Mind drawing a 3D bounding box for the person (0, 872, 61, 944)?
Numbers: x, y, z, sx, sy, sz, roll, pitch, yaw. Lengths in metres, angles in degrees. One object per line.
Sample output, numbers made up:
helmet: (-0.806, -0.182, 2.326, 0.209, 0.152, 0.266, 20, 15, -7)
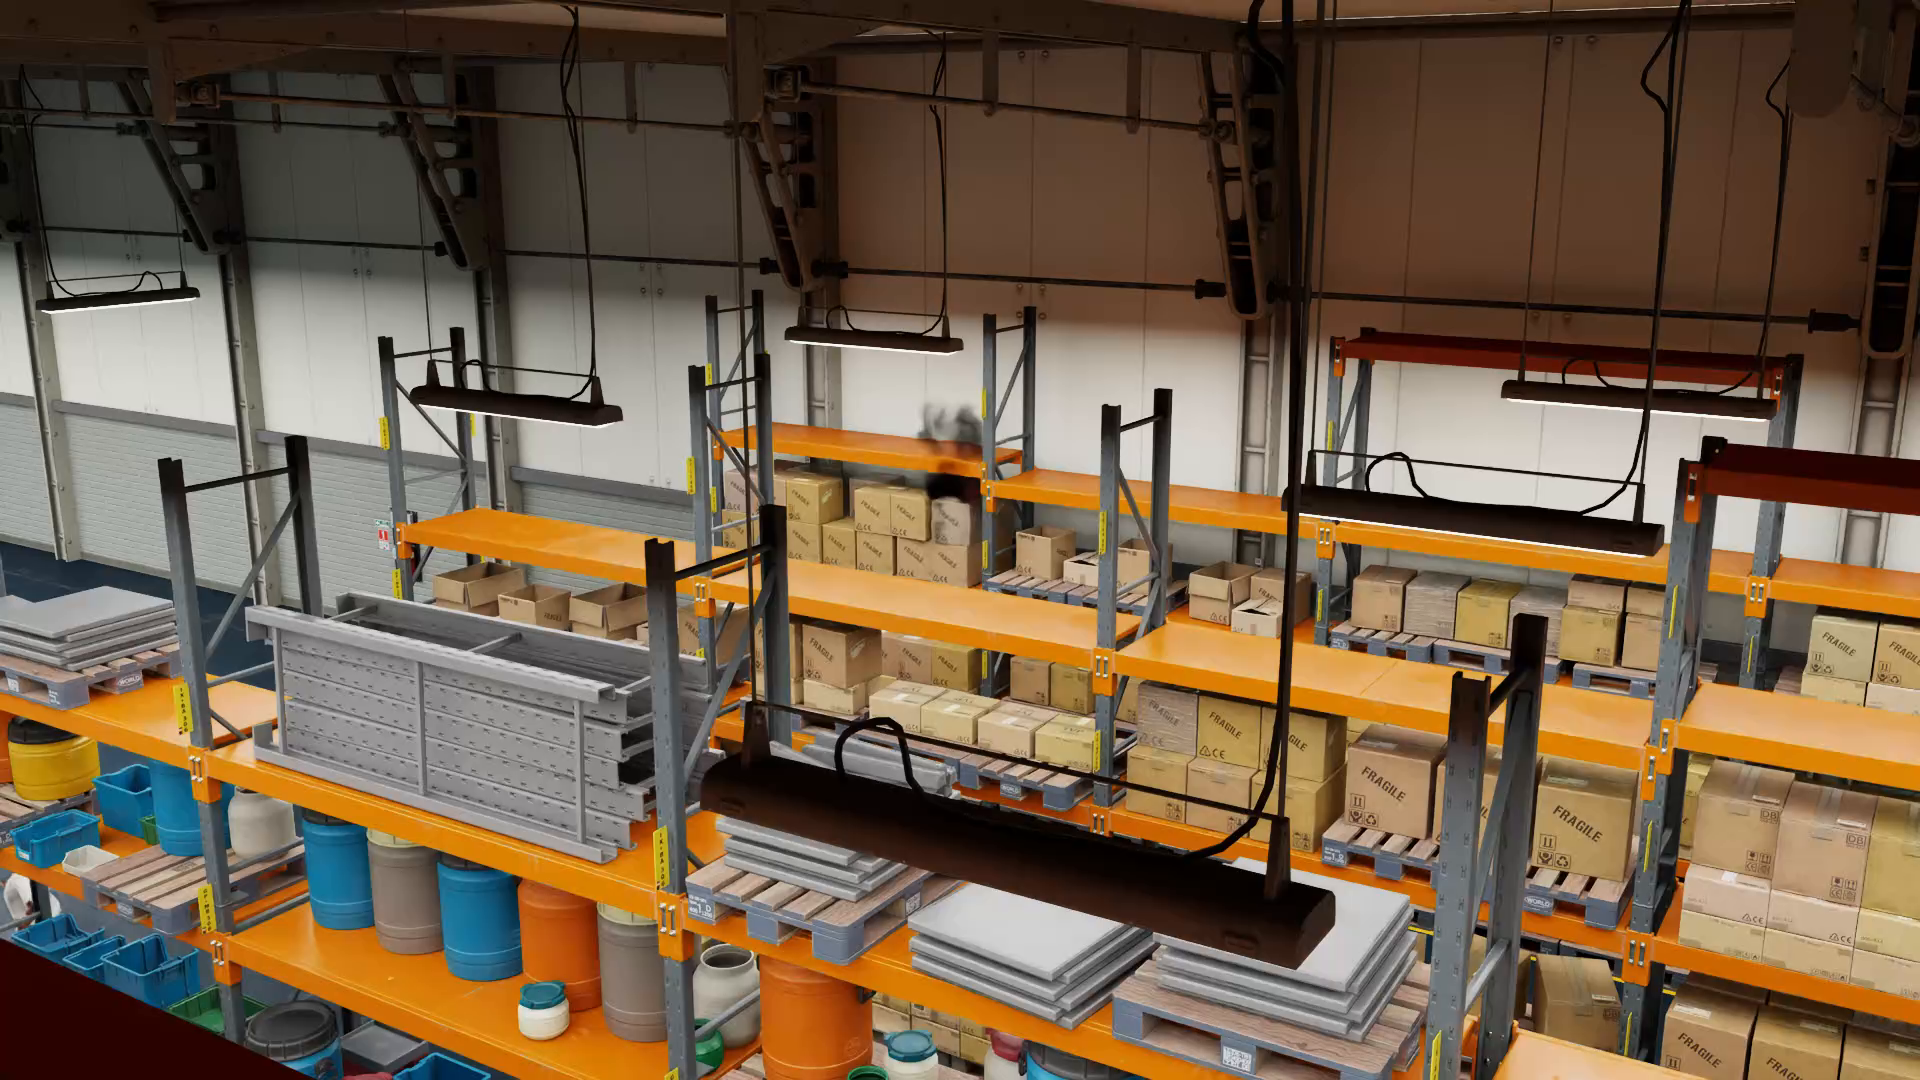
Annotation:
person: (-8.535, 3.545, 15.334, 0.707, 1.780, 0.703, 1, 14, 5)
